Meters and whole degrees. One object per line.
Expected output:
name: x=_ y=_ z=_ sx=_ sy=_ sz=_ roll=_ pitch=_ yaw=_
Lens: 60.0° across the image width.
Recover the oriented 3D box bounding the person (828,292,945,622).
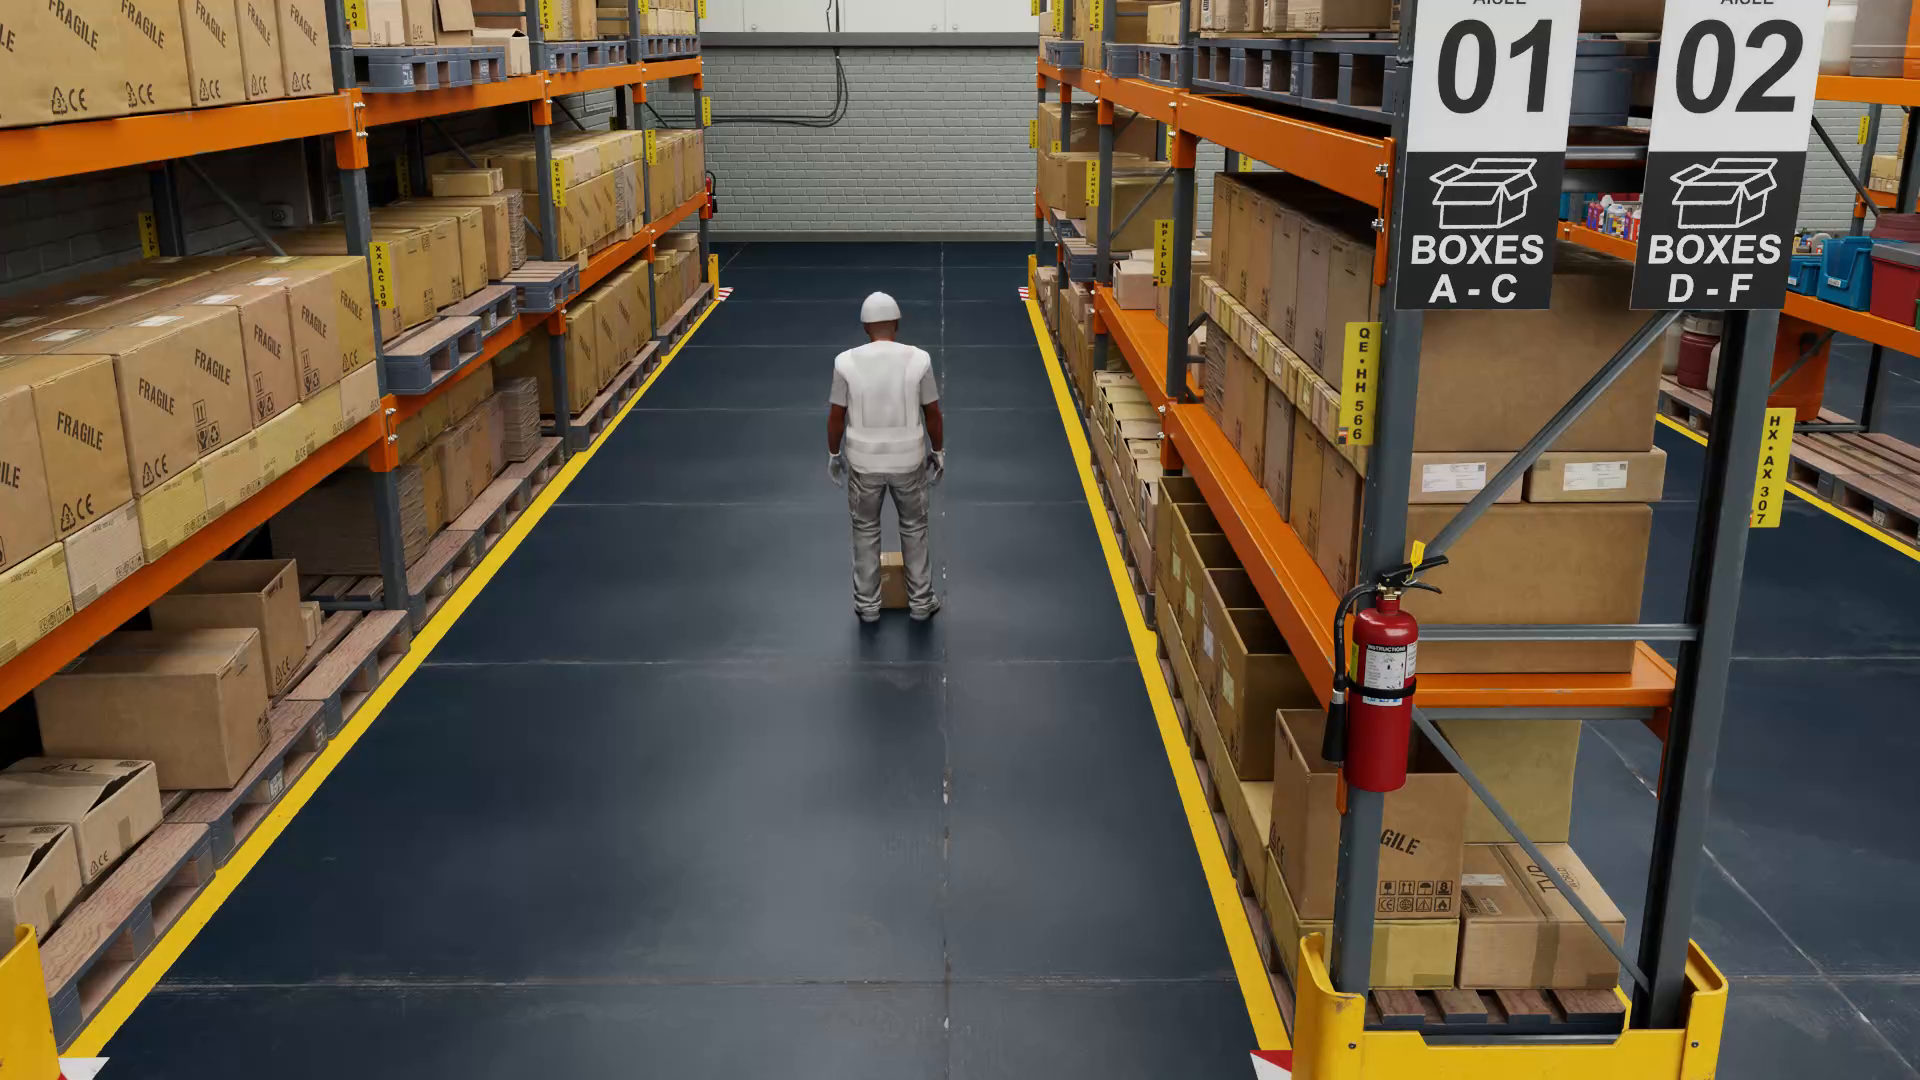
person: x=-0.396 y=-0.437 z=8.959 sx=0.629 sy=1.774 sz=0.453 roll=-1 pitch=17 yaw=-2
